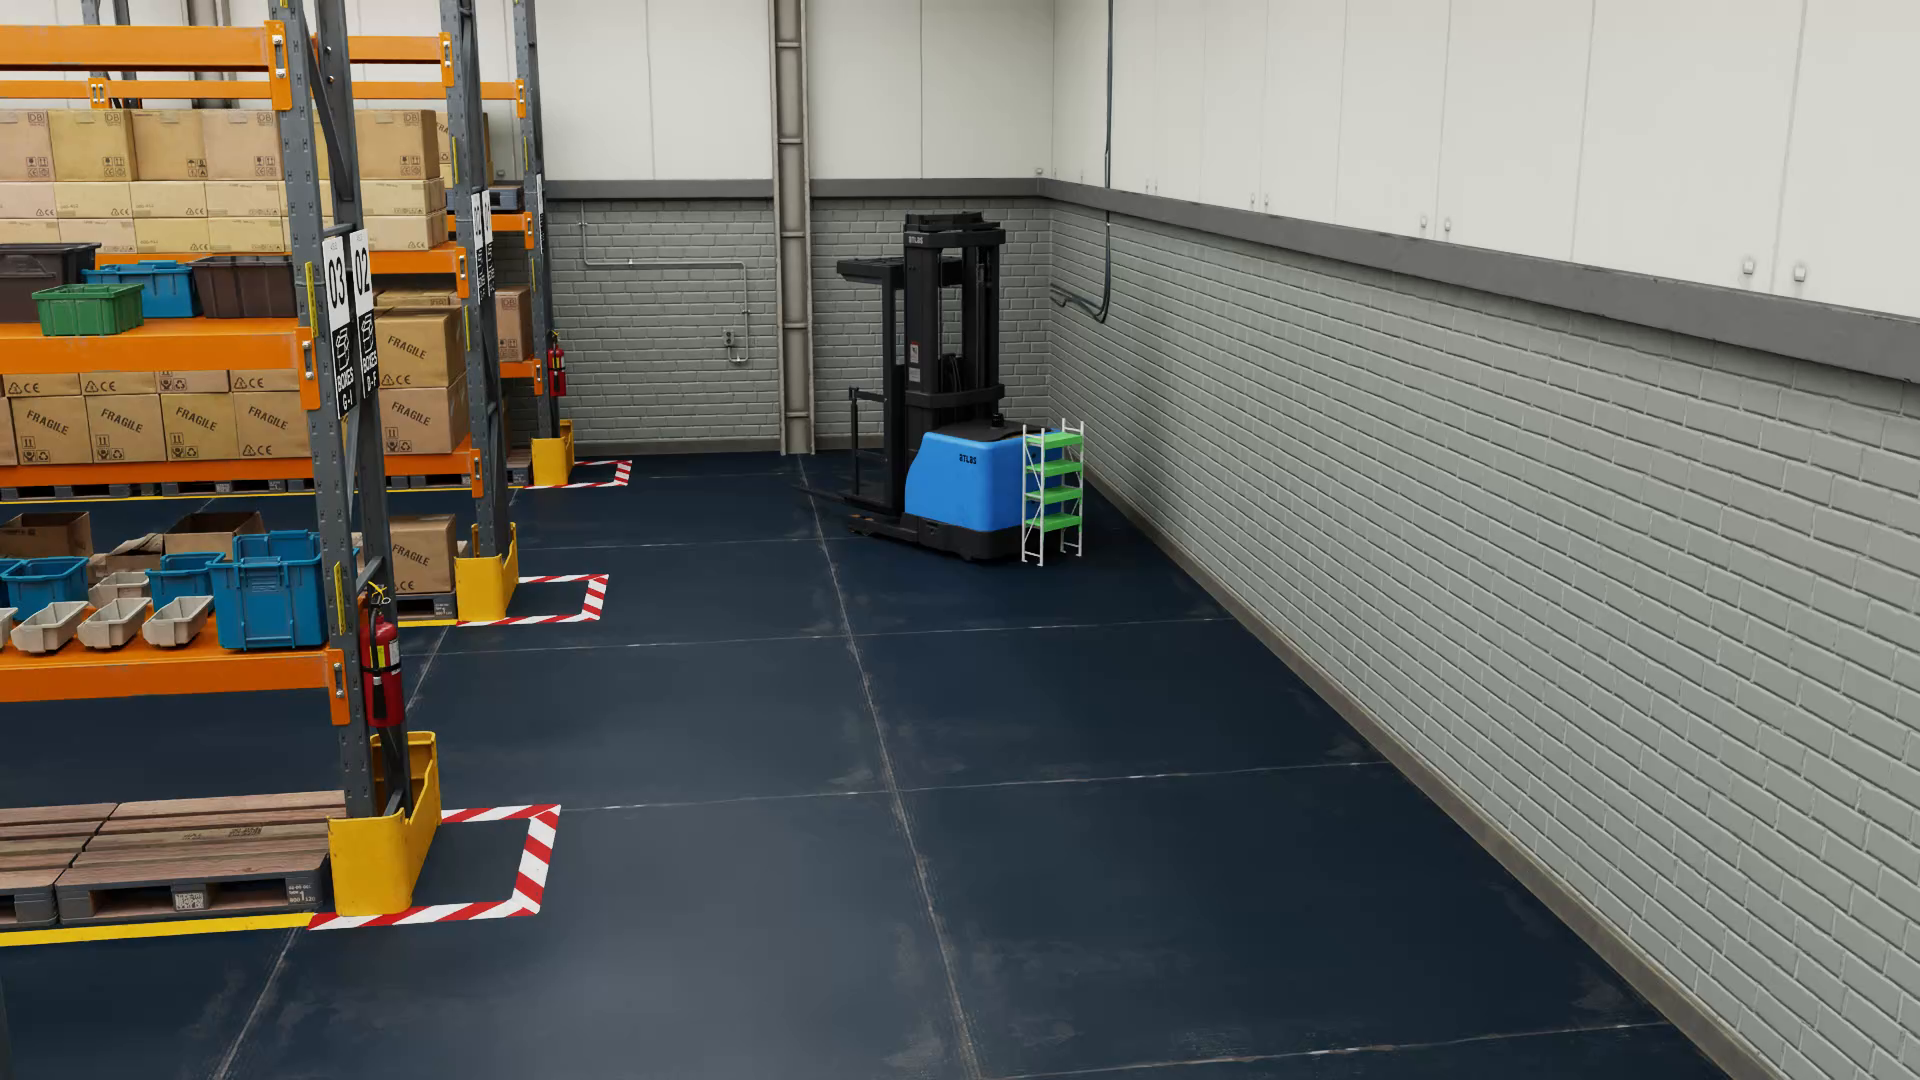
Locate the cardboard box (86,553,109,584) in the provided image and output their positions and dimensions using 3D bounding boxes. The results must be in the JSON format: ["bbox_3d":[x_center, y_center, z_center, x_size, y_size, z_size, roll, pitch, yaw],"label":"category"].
[{"bbox_3d":[-6.754,0.223,13.122,0.250,0.149,0.380,-2,14,-8],"label":"cardboard box"}]

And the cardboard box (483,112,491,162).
[{"bbox_3d":[-5.181,-4.196,17.316,0.500,0.500,0.500,-3,14,-10],"label":"cardboard box"}]

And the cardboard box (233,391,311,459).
[{"bbox_3d":[-5.091,-0.905,12.457,0.500,0.500,0.500,-2,14,-8],"label":"cardboard box"}]

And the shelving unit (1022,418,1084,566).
[{"bbox_3d":[0.805,-0.420,14.429,0.503,1.200,0.258,-13,19,-42],"label":"shelving unit"}]

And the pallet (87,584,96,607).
[{"bbox_3d":[-6.958,0.499,12.800,1.213,0.211,1.003,-2,14,-8],"label":"pallet"}]

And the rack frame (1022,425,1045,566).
[{"bbox_3d":[0.628,-0.379,14.267,0.015,1.200,0.240,-13,19,-42],"label":"rack frame"}]

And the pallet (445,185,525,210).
[{"bbox_3d":[-5.156,-3.548,17.220,1.213,0.211,1.003,-2,14,-8],"label":"pallet"}]

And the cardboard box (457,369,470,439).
[{"bbox_3d":[-4.160,-1.070,13.117,0.500,0.500,0.500,-2,14,-7],"label":"cardboard box"}]

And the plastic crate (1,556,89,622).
[{"bbox_3d":[-4.543,0.247,8.292,0.300,0.233,0.416,-2,14,-8],"label":"plastic crate"}]

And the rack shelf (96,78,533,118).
[{"bbox_3d":[-6.401,-4.460,16.809,4.000,0.370,1.077,-2,14,-8],"label":"rack shelf"}]

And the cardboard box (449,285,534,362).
[{"bbox_3d":[-4.926,-2.290,17.572,0.700,0.700,0.980,-1,14,-6],"label":"cardboard box"}]

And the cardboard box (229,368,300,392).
[{"bbox_3d":[-5.092,-1.387,12.326,0.500,0.500,0.500,-2,14,-7],"label":"cardboard box"}]

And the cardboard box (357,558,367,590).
[{"bbox_3d":[-4.597,0.259,12.945,0.250,0.166,0.380,-2,14,-8],"label":"cardboard box"}]

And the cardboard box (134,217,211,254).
[{"bbox_3d":[-5.636,-2.224,12.064,0.500,0.250,0.500,-2,14,-8],"label":"cardboard box"}]

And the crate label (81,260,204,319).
[{"bbox_3d":[-3.908,-1.210,8.019,0.502,0.251,0.408,-2,14,-8],"label":"crate label"}]

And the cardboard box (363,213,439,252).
[{"bbox_3d":[-4.151,-2.275,12.267,0.500,0.250,0.500,-2,14,-8],"label":"cardboard box"}]

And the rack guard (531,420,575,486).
[{"bbox_3d":[-4.400,-0.954,17.999,0.348,0.500,1.175,-2,14,-8],"label":"rack guard"}]

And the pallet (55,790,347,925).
[{"bbox_3d":[-3.769,1.590,8.446,1.213,0.211,1.003,-2,14,-8],"label":"pallet"}]

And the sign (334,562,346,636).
[{"bbox_3d":[-2.850,0.270,7.644,0.005,0.325,0.100,-2,14,-8],"label":"sign"}]

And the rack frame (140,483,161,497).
[{"bbox_3d":[-8.379,-2.021,17.113,0.127,3.000,1.000,-2,14,-8],"label":"rack frame"}]

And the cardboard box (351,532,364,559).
[{"bbox_3d":[-4.756,0.116,13.343,0.500,0.250,0.500,-2,14,-8],"label":"cardboard box"}]

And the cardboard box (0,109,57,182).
[{"bbox_3d":[-6.647,-2.829,11.907,0.500,0.500,0.700,-2,14,-8],"label":"cardboard box"}]

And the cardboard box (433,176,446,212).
[{"bbox_3d":[-4.229,-2.643,12.709,0.500,0.250,0.500,-2,14,-8],"label":"cardboard box"}]

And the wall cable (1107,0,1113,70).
[{"bbox_3d":[1.626,-5.487,14.605,0.112,2.526,3.097,-2,14,-8],"label":"wall cable"}]

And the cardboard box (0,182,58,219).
[{"bbox_3d":[-6.625,-2.431,11.861,0.500,0.250,0.500,-2,14,-8],"label":"cardboard box"}]

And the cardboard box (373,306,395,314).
[{"bbox_3d":[-4.676,-1.534,12.913,0.500,0.500,0.500,-2,14,-8],"label":"cardboard box"}]

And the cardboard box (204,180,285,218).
[{"bbox_3d":[-5.141,-2.484,12.073,0.500,0.250,0.500,-2,14,-8],"label":"cardboard box"}]

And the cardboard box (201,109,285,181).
[{"bbox_3d":[-5.173,-2.899,12.186,0.500,0.500,0.700,-2,14,-8],"label":"cardboard box"}]

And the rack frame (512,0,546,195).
[{"bbox_3d":[-4.424,-5.076,16.962,0.127,3.000,1.000,-2,14,-8],"label":"rack frame"}]

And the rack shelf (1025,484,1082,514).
[{"bbox_3d":[0.805,-0.358,14.444,0.480,0.148,0.258,-13,19,-42],"label":"rack shelf"}]

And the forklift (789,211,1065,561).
[{"bbox_3d":[-0.426,-1.534,15.313,1.130,2.935,3.031,-13,19,-41],"label":"forklift"}]

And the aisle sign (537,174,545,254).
[{"bbox_3d":[-4.308,-3.357,17.098,0.004,0.787,0.394,-2,14,-8],"label":"aisle sign"}]

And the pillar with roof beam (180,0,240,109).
[{"bbox_3d":[-7.174,-4.129,13.185,0.400,9.000,9.100,-2,14,-8],"label":"pillar with roof beam"}]

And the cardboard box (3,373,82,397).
[{"bbox_3d":[-6.619,-1.331,12.102,0.500,0.500,0.500,-3,14,-10],"label":"cardboard box"}]

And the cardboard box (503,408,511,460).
[{"bbox_3d":[-5.101,-1.108,17.747,0.500,0.500,0.700,-2,14,-8],"label":"cardboard box"}]

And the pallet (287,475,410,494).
[{"bbox_3d":[-6.406,-0.722,17.667,1.213,0.211,1.003,-2,14,-8],"label":"pallet"}]

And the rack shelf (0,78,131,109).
[{"bbox_3d":[-10.357,-4.315,16.231,4.000,0.370,1.077,-2,14,-8],"label":"rack shelf"}]

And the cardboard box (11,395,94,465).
[{"bbox_3d":[-6.587,-0.850,12.240,0.500,0.500,0.500,-2,14,-7],"label":"cardboard box"}]

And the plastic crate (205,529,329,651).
[{"bbox_3d":[-3.251,0.228,7.950,0.499,0.435,0.616,-2,14,-8],"label":"plastic crate"}]

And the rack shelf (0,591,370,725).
[{"bbox_3d":[-4.925,0.639,7.988,4.000,0.370,1.077,-2,14,-8],"label":"rack shelf"}]

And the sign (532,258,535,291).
[{"bbox_3d":[-4.356,-2.711,16.999,0.005,0.325,0.100,-2,14,-8],"label":"sign"}]

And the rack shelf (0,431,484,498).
[{"bbox_3d":[-5.660,-0.553,12.739,4.000,0.370,1.077,-2,14,-8],"label":"rack shelf"}]

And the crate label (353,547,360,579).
[{"bbox_3d":[-3.241,0.199,8.482,0.303,0.233,0.416,-2,14,-8],"label":"crate label"}]

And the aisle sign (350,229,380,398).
[{"bbox_3d":[-2.921,-1.118,8.168,0.004,0.787,0.394,-2,14,-8],"label":"aisle sign"}]

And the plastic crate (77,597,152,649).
[{"bbox_3d":[-4.016,0.396,7.894,0.243,0.136,0.396,-2,14,-8],"label":"plastic crate"}]
